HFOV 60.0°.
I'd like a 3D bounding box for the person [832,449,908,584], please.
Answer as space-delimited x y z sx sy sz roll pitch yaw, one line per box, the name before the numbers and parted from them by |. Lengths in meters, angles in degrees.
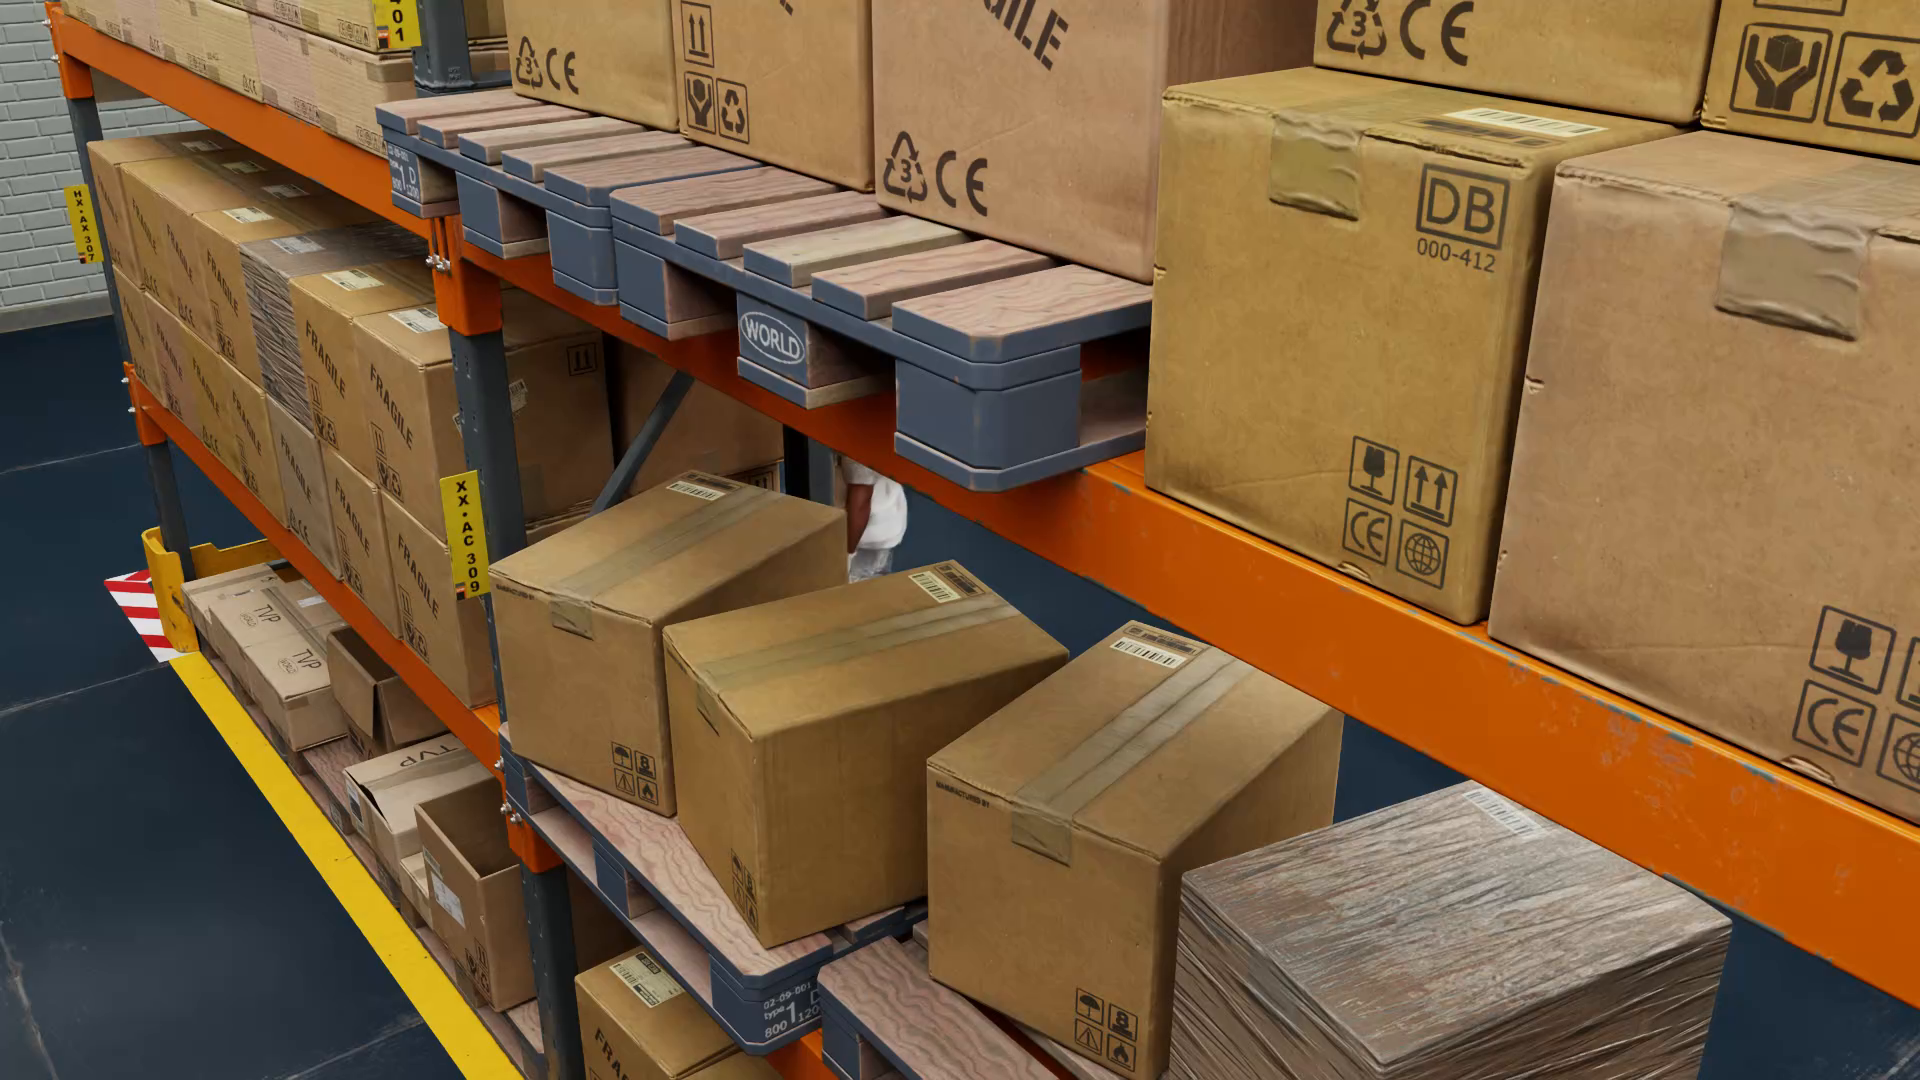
person | -0.394 -0.022 6.586 0.429 1.787 0.623 3 25 7
